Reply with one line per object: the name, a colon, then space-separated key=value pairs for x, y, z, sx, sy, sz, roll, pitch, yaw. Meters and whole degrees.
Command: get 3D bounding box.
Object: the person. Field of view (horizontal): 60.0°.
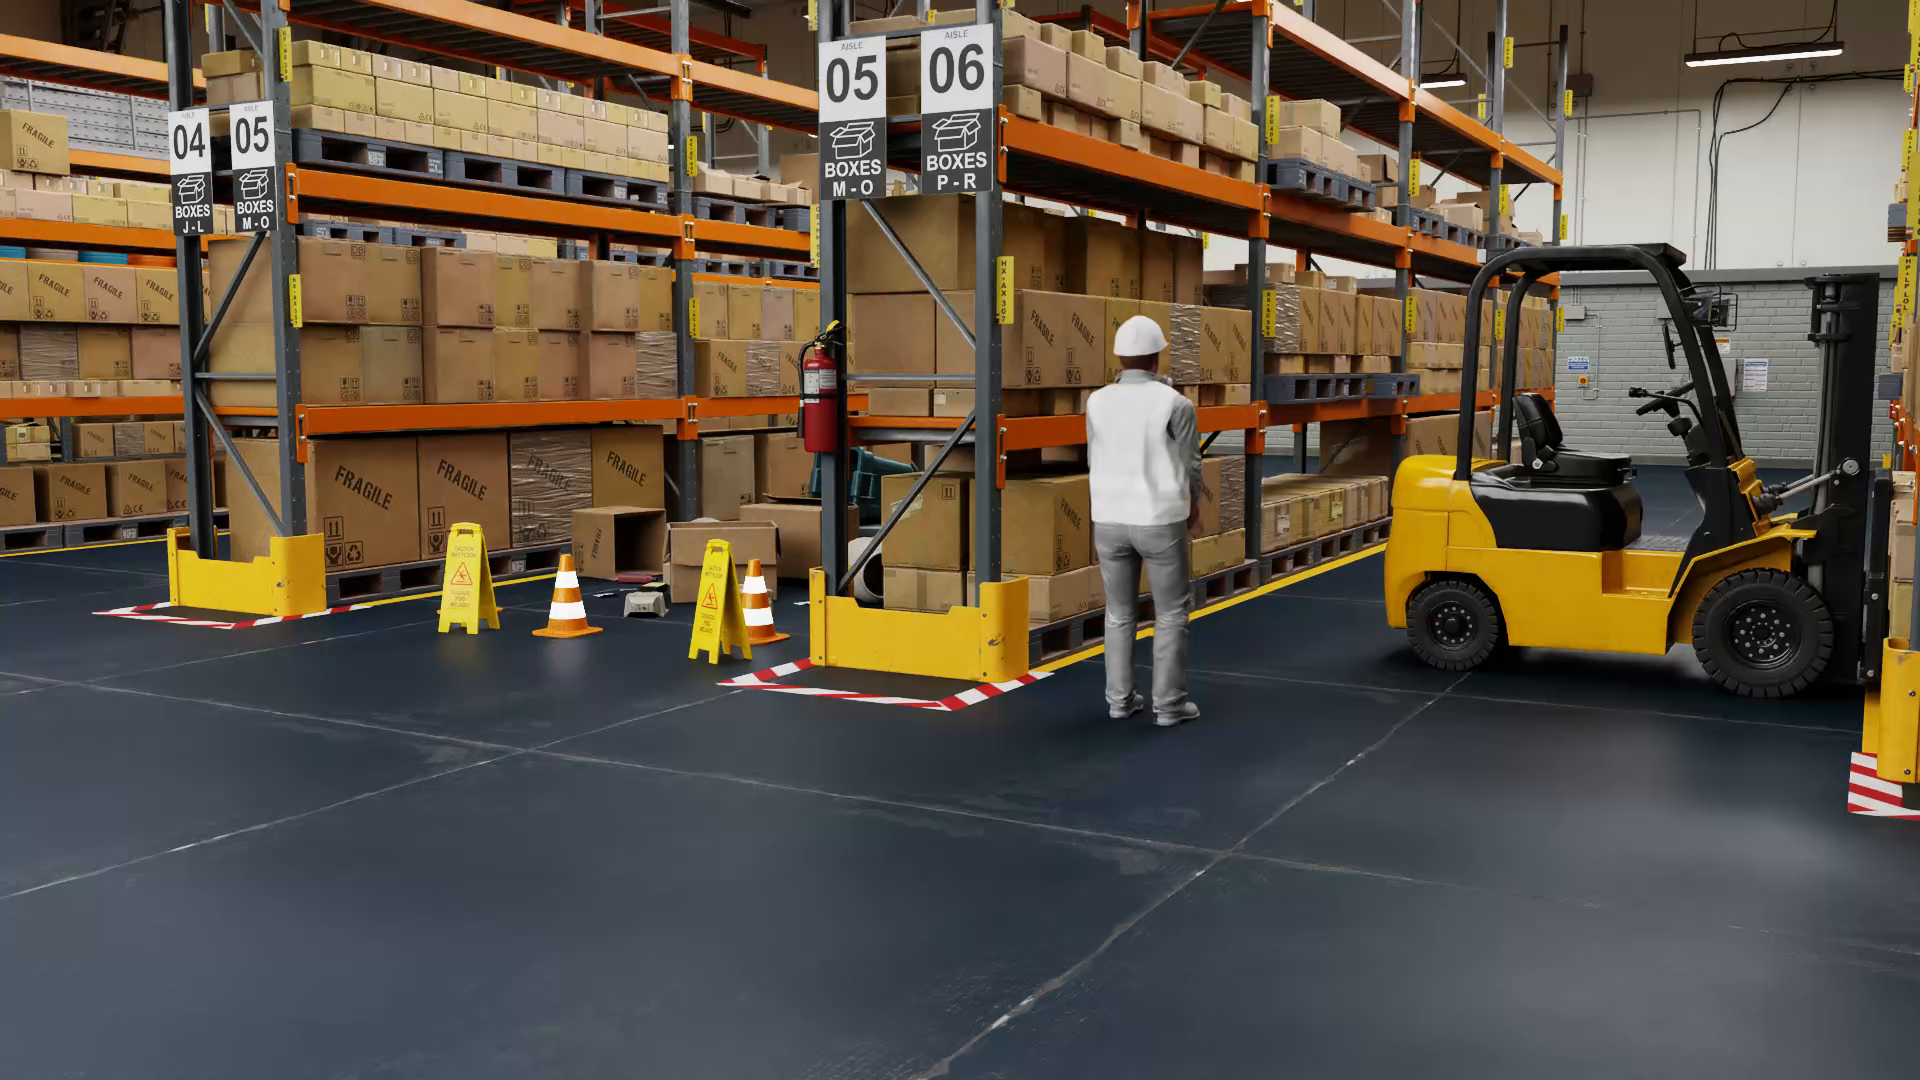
person: x=0.825 y=-0.093 z=7.368 sx=0.532 sy=1.779 sz=0.522 roll=3 pitch=7 yaw=28
